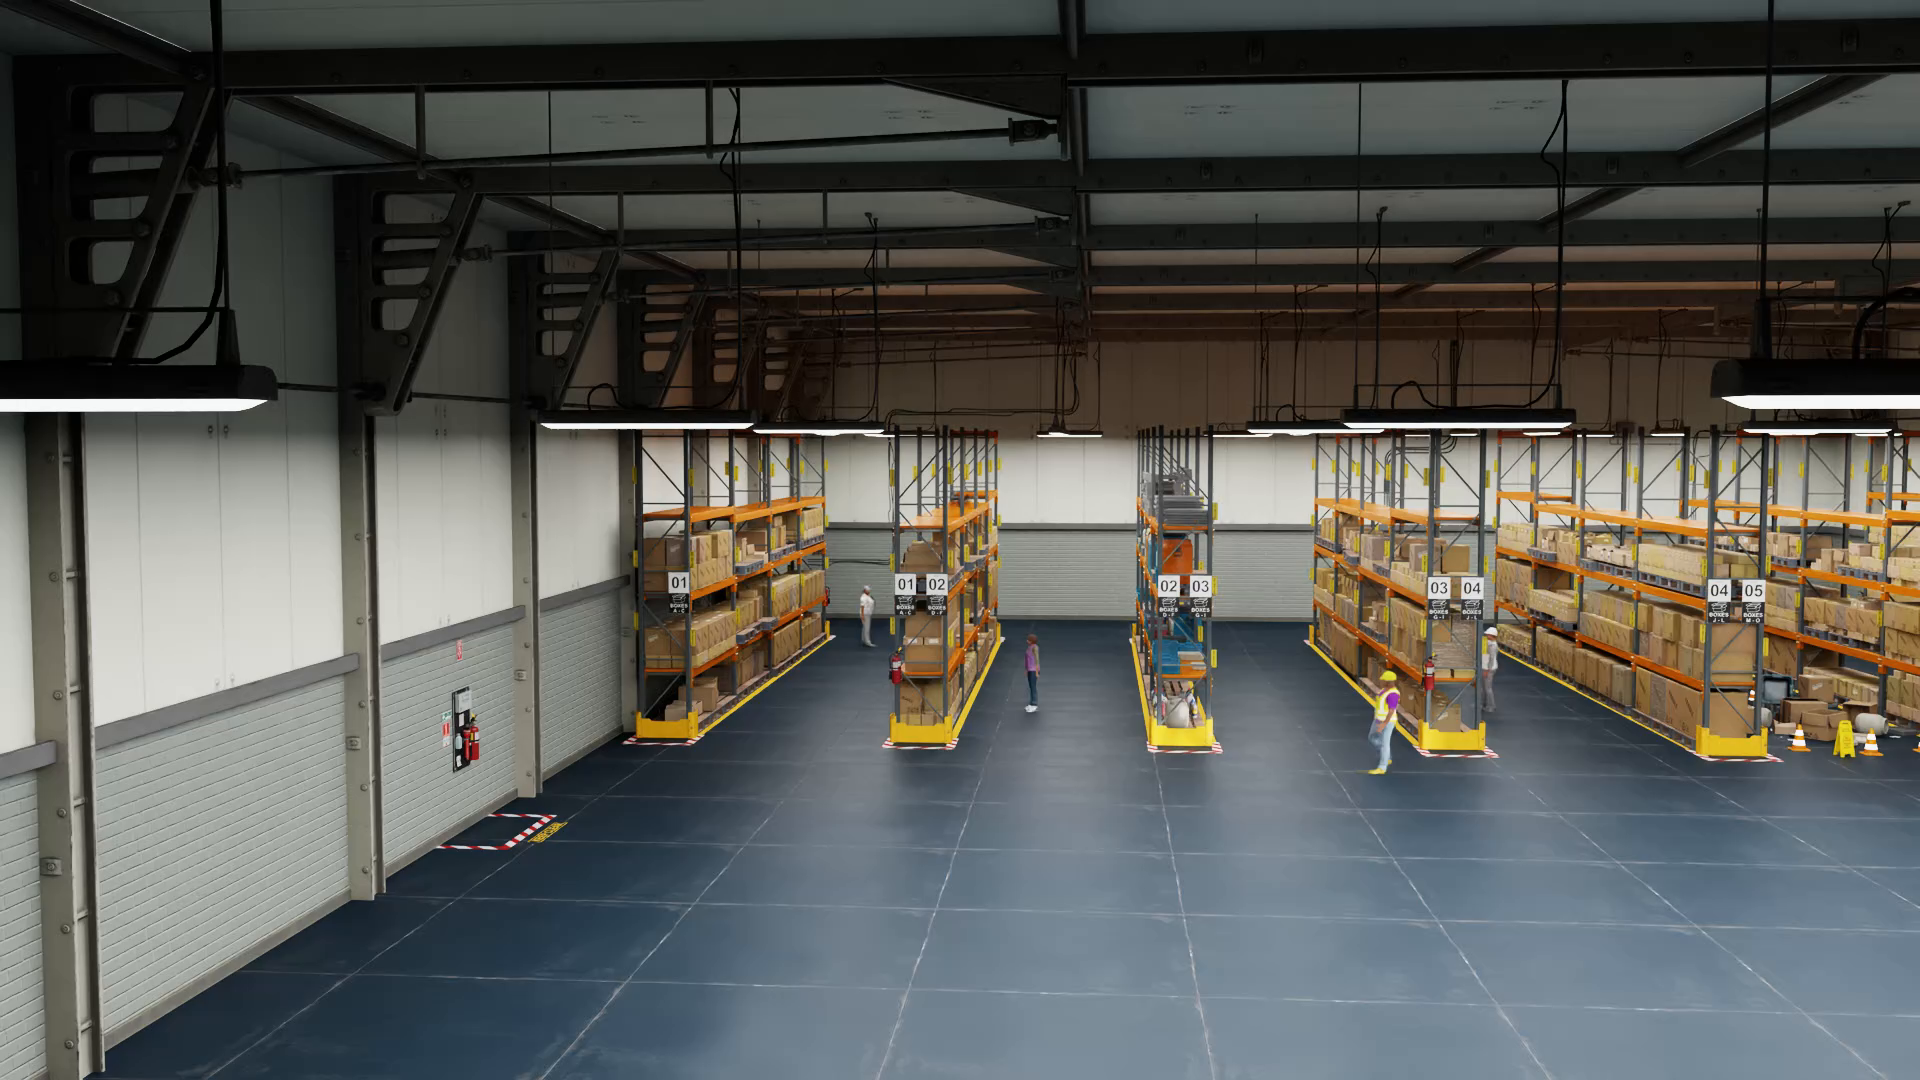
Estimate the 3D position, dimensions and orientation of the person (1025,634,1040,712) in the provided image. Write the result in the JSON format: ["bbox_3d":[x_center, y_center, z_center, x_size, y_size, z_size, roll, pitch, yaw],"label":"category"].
[{"bbox_3d":[1.511,2.803,35.260,0.394,1.611,0.521,-1,4,-15],"label":"person"}]

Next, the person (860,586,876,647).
[{"bbox_3d":[-2.545,2.114,46.409,0.503,1.689,0.519,1,4,16],"label":"person"}]

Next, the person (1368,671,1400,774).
[{"bbox_3d":[7.241,3.125,28.562,0.545,1.760,0.651,-1,4,-15],"label":"person"}]

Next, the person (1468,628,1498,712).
[{"bbox_3d":[11.096,2.730,35.279,0.633,1.770,0.547,2,4,27],"label":"person"}]
